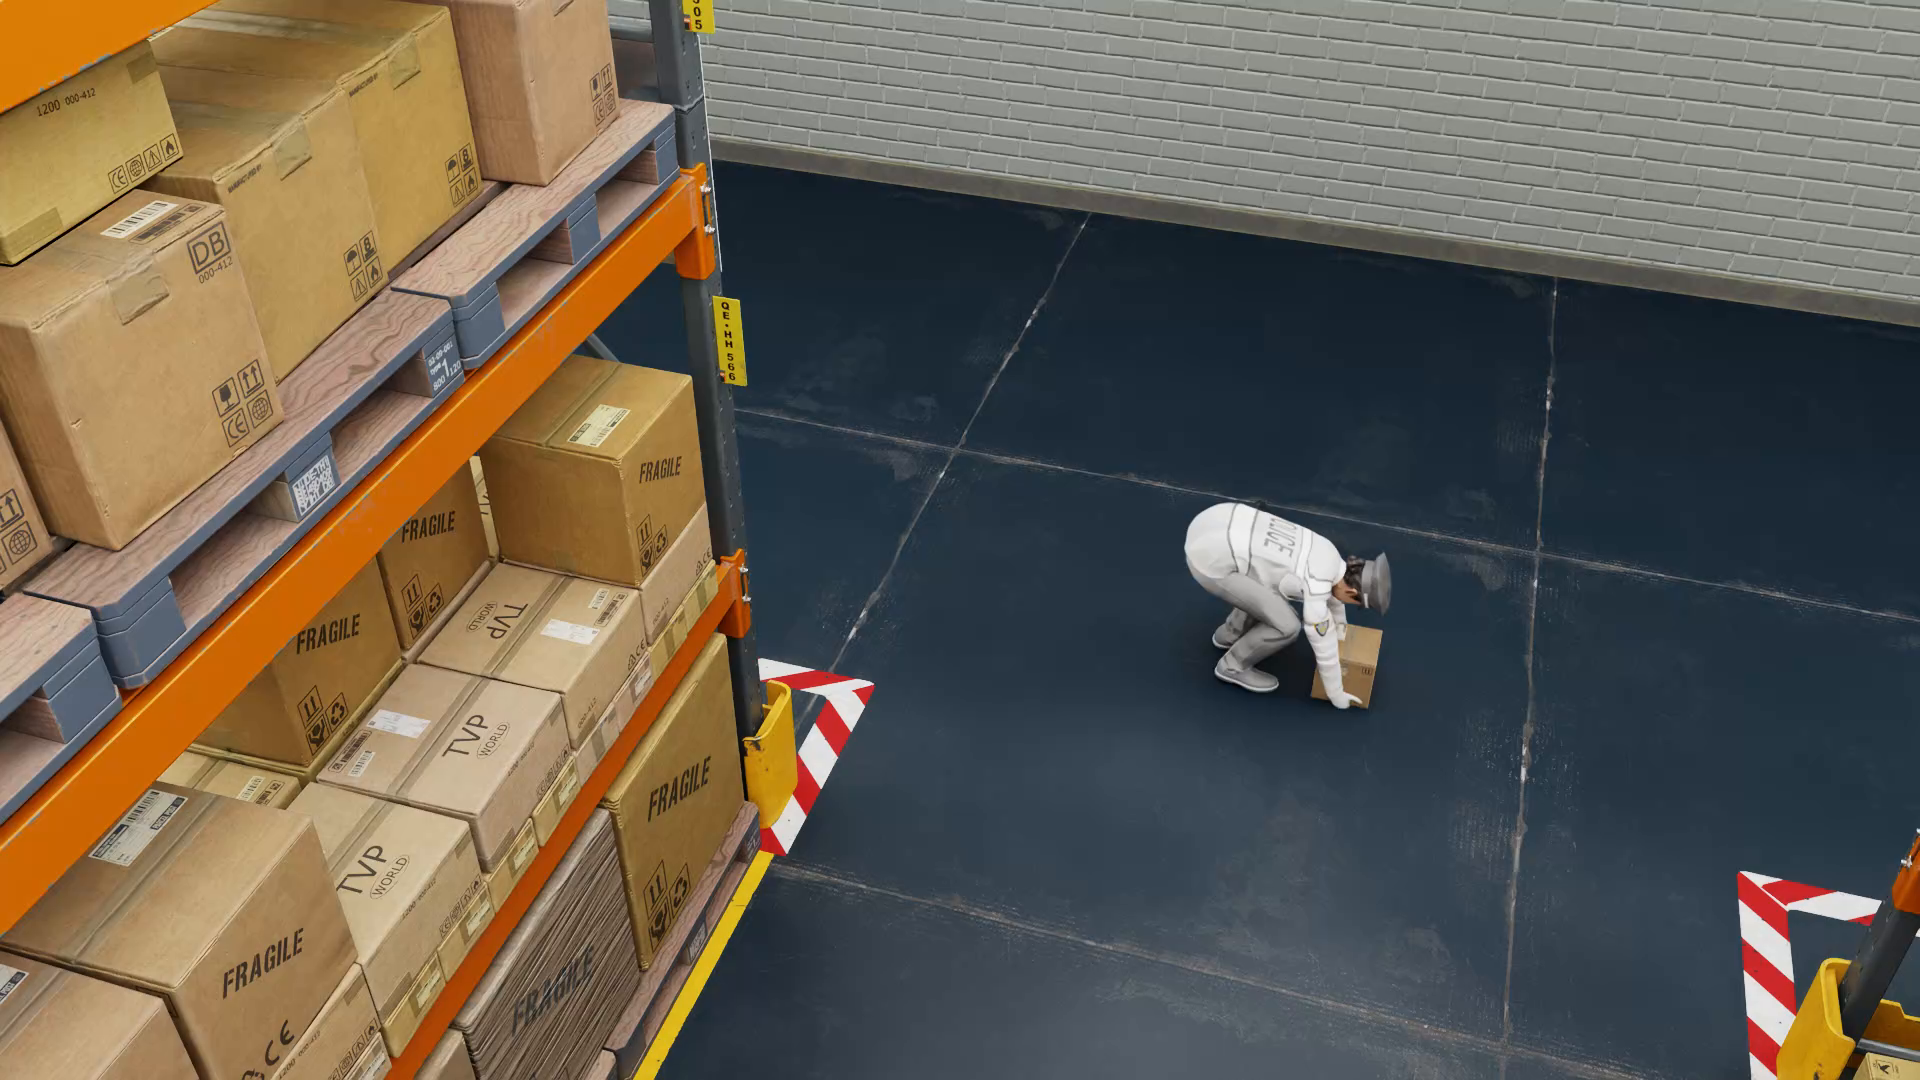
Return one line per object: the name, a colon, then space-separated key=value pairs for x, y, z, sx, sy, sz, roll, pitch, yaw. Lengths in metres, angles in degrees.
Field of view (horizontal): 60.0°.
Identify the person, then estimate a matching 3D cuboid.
person: x=1.410 y=0.266 z=7.250 sx=0.893 sy=0.832 sz=0.461 roll=9 pitch=38 yaw=12
